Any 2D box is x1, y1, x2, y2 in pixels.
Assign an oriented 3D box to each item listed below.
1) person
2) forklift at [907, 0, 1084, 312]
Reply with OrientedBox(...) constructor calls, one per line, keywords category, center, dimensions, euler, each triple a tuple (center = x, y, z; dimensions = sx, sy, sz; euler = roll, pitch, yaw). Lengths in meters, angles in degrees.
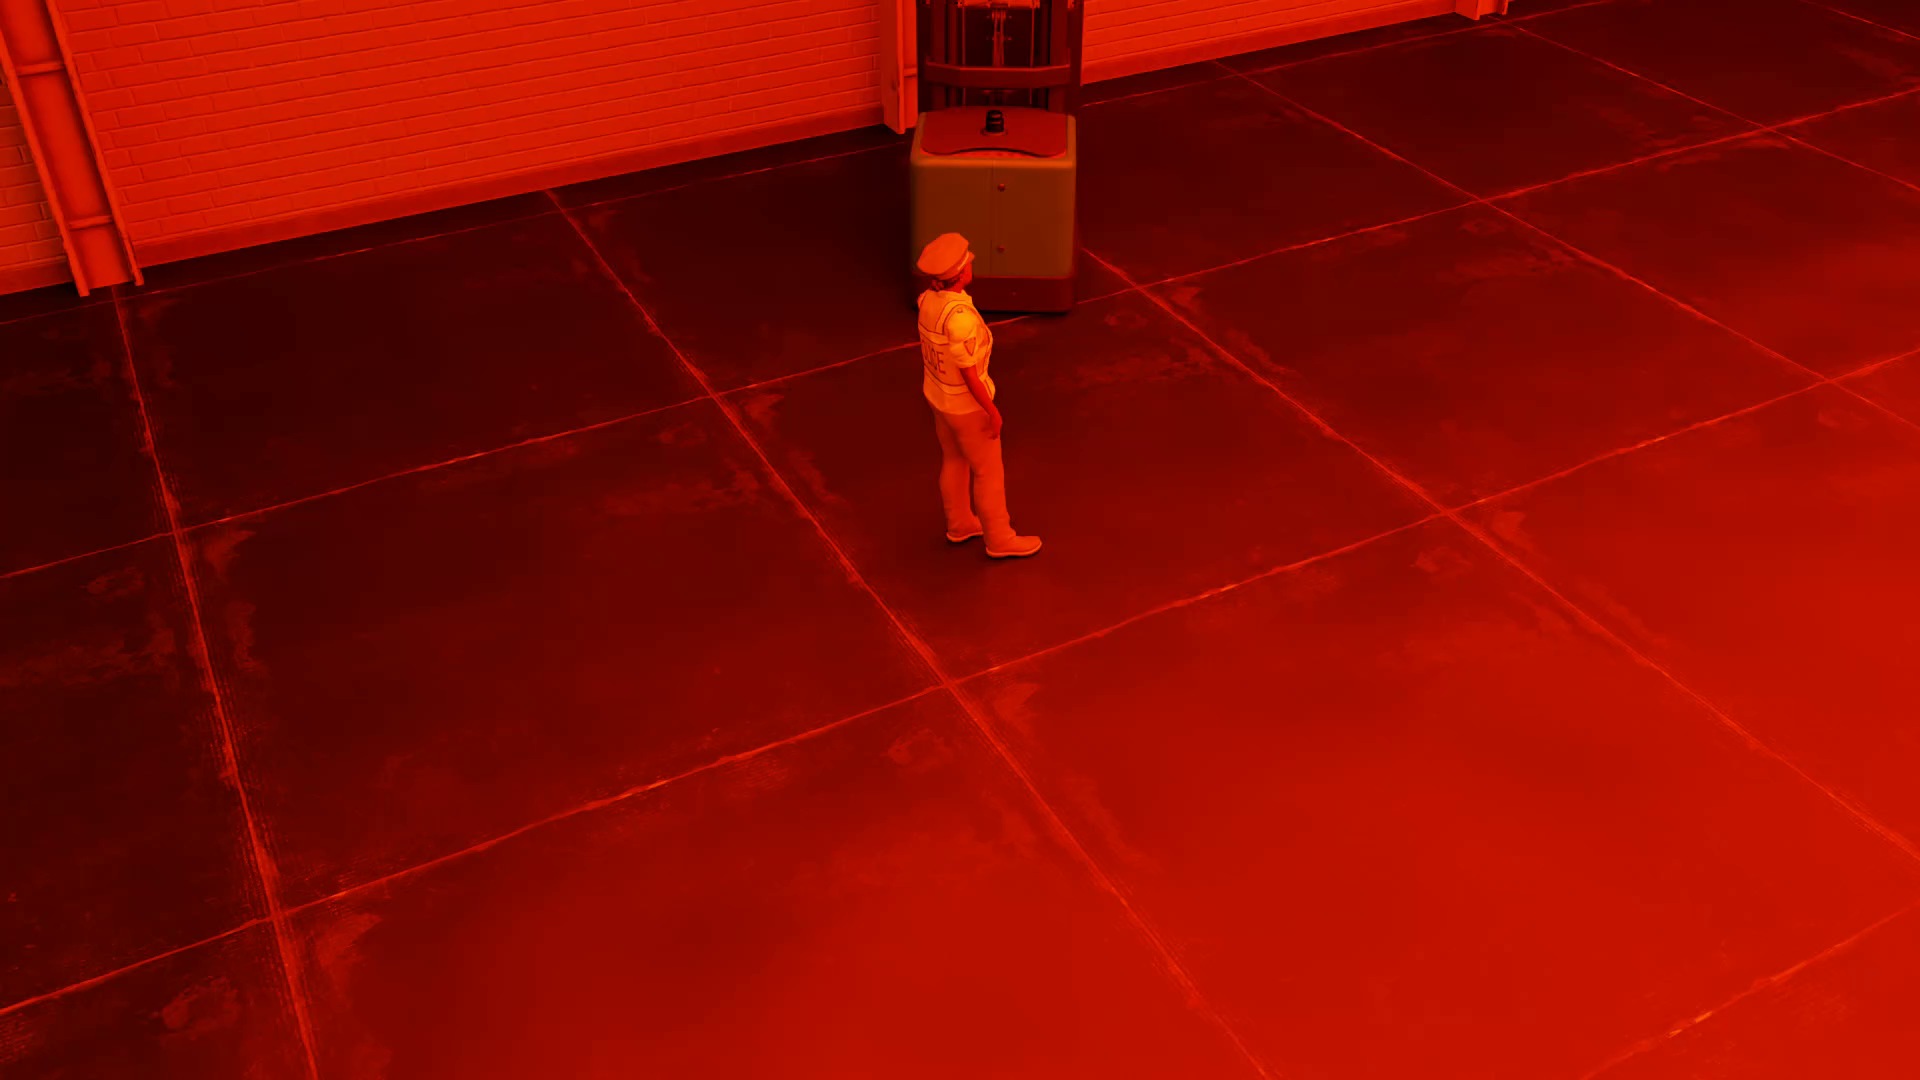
OrientedBox(category="person", center=(0.076, -0.709, 8.184), dimensions=(0.528, 1.697, 0.570), euler=(-17, 39, -23))
OrientedBox(category="forklift", center=(0.271, -3.474, 11.038), dimensions=(1.130, 2.935, 3.031), euler=(2, 35, 2))
